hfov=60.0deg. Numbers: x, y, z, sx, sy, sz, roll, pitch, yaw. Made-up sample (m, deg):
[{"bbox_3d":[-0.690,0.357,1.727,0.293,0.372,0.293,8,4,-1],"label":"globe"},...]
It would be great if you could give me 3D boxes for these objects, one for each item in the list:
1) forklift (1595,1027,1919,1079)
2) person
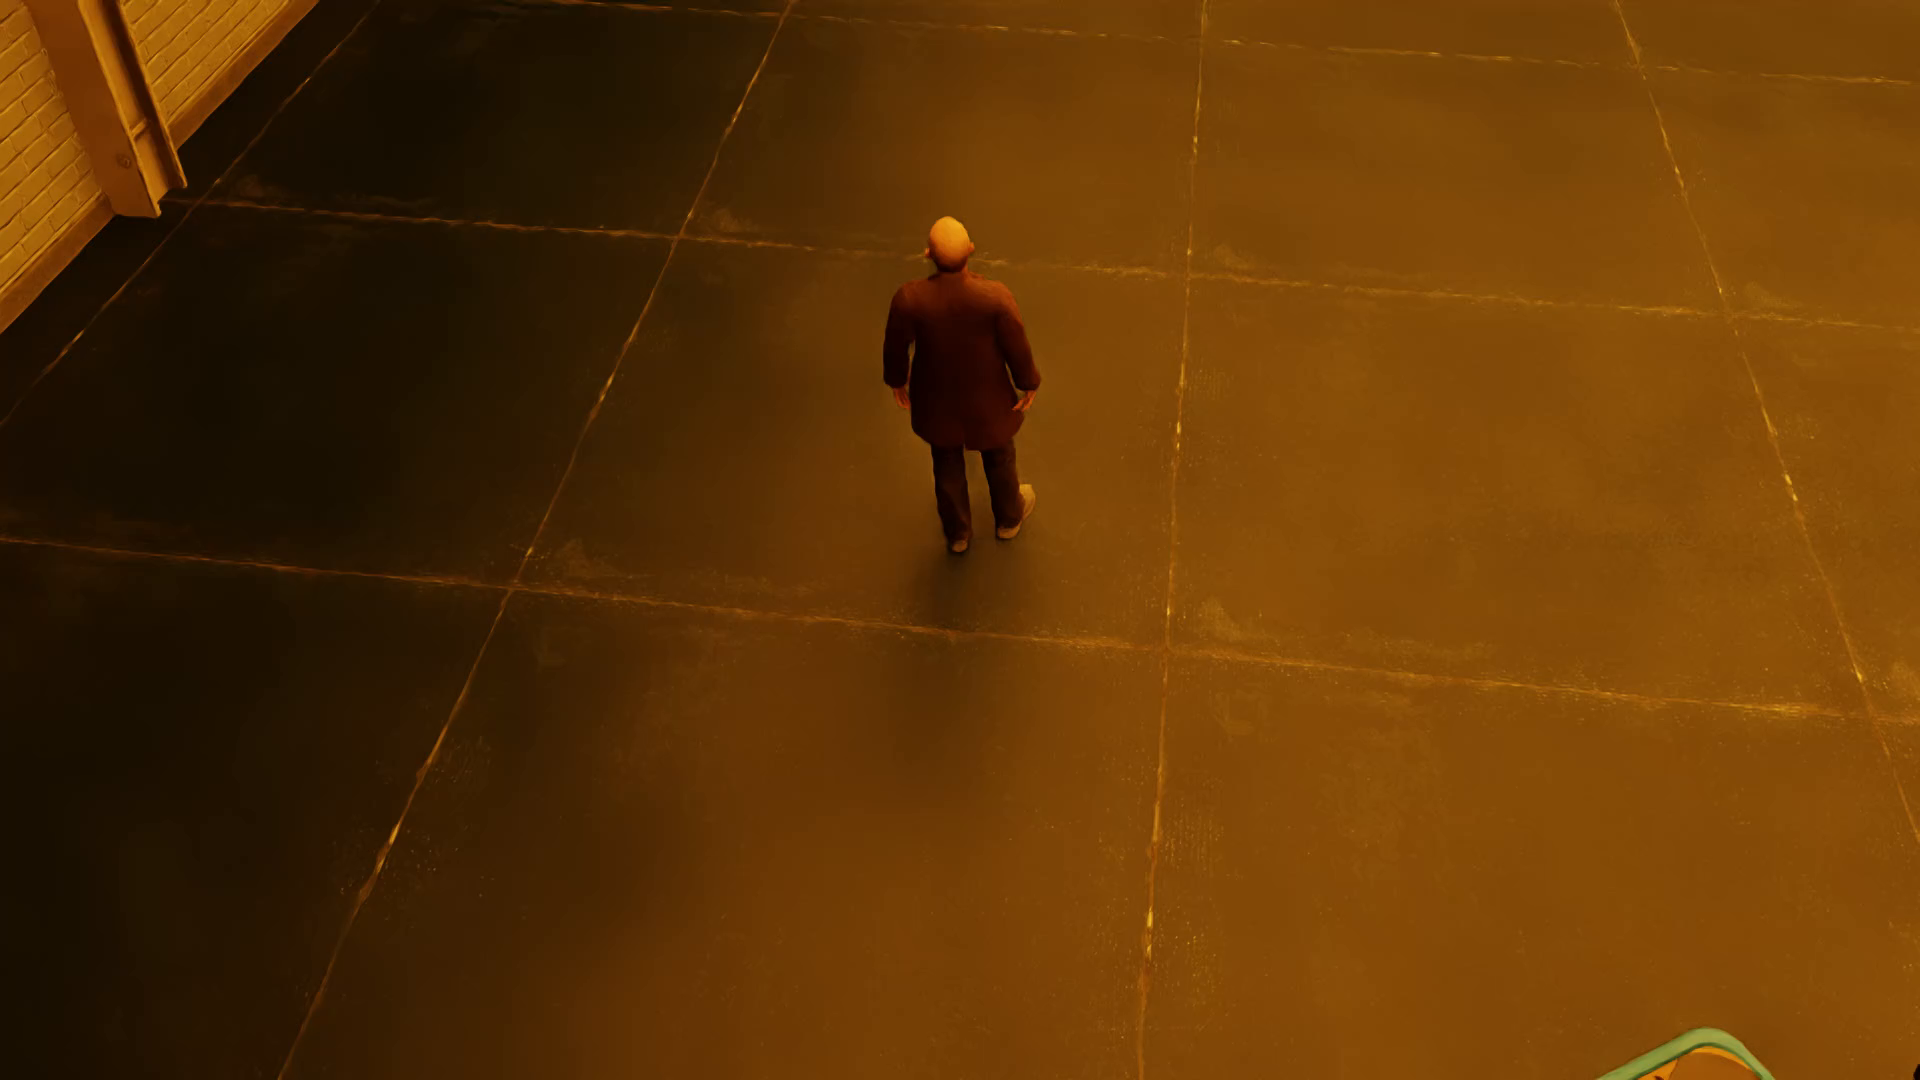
[{"bbox_3d":[2.407,2.137,3.398,1.130,2.935,3.031,-18,46,-19],"label":"forklift"},{"bbox_3d":[0.017,-0.721,7.351,0.694,1.776,0.580,5,43,6],"label":"person"}]
